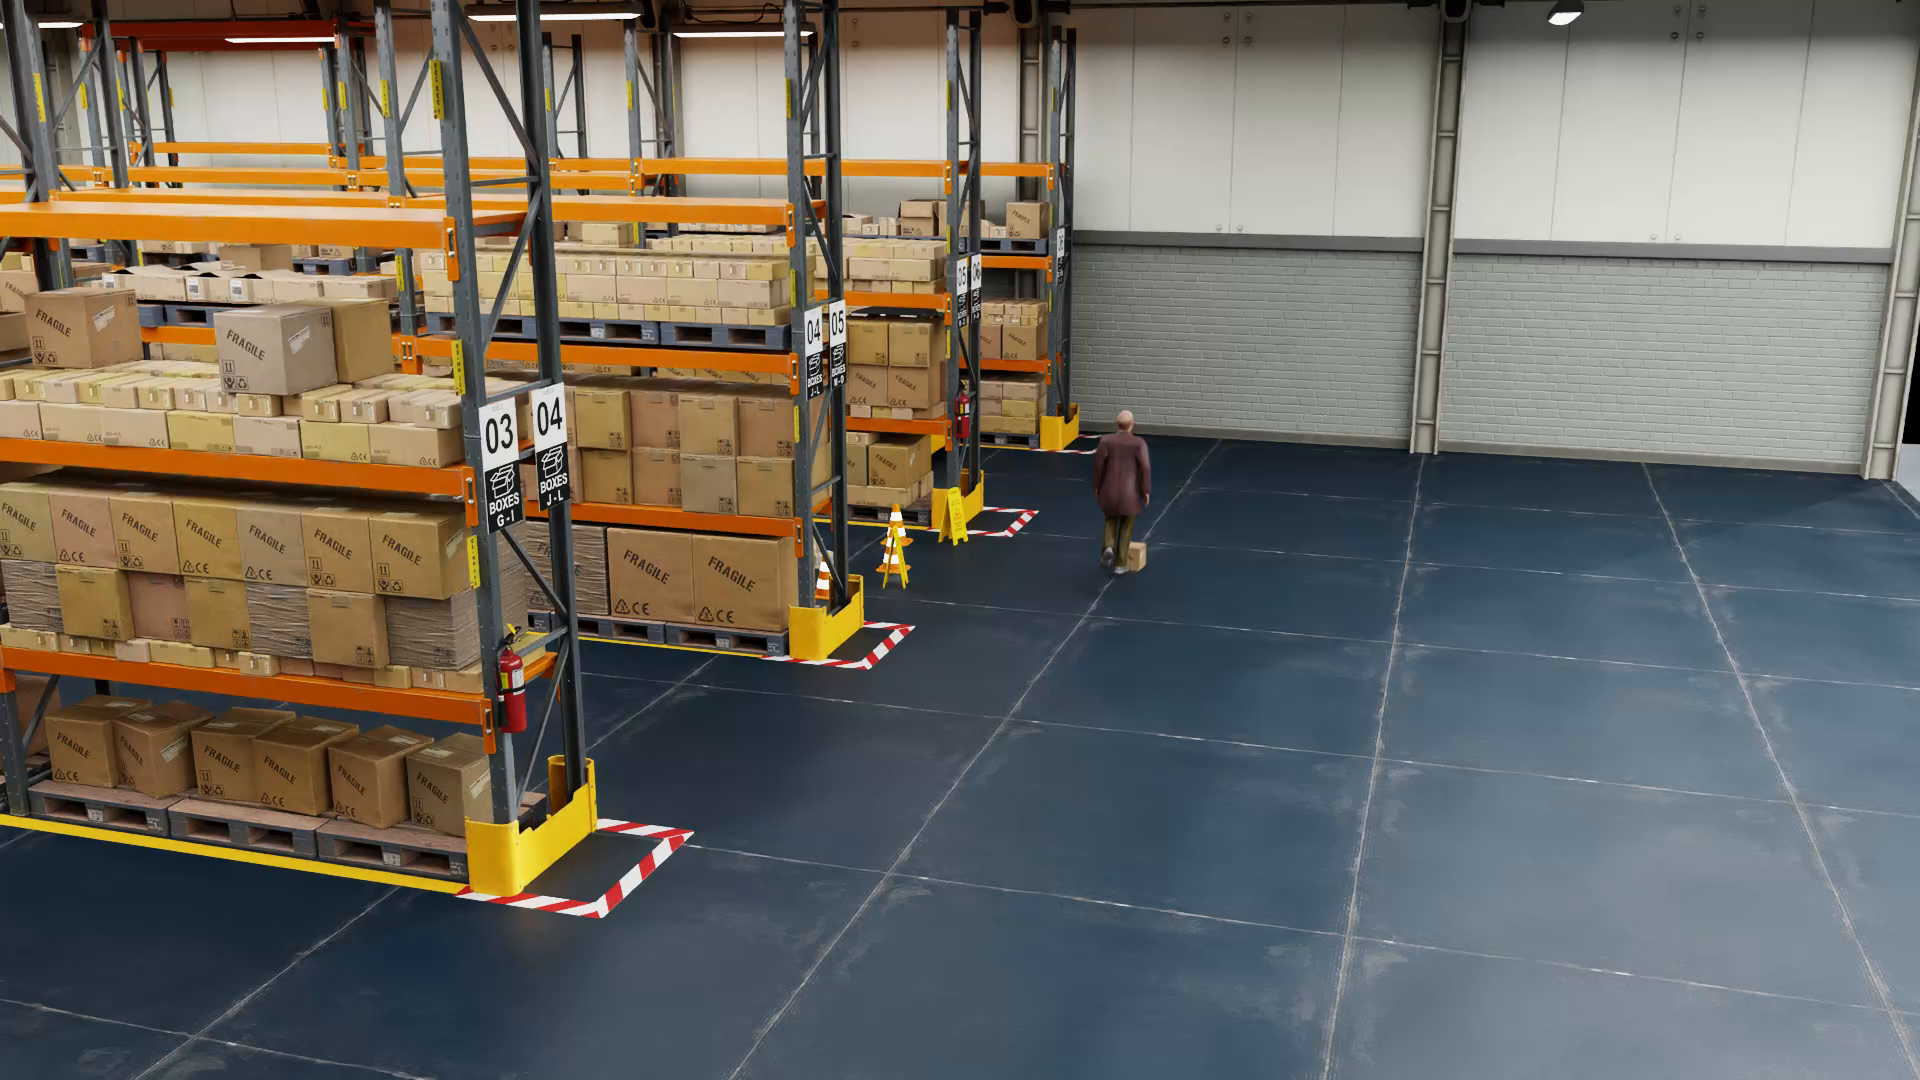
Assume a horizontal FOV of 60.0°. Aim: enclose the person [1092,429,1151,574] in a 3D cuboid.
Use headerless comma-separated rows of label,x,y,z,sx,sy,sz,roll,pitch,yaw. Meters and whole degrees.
person,1.730,-0.411,17.939,0.647,1.575,0.564,4,15,15
